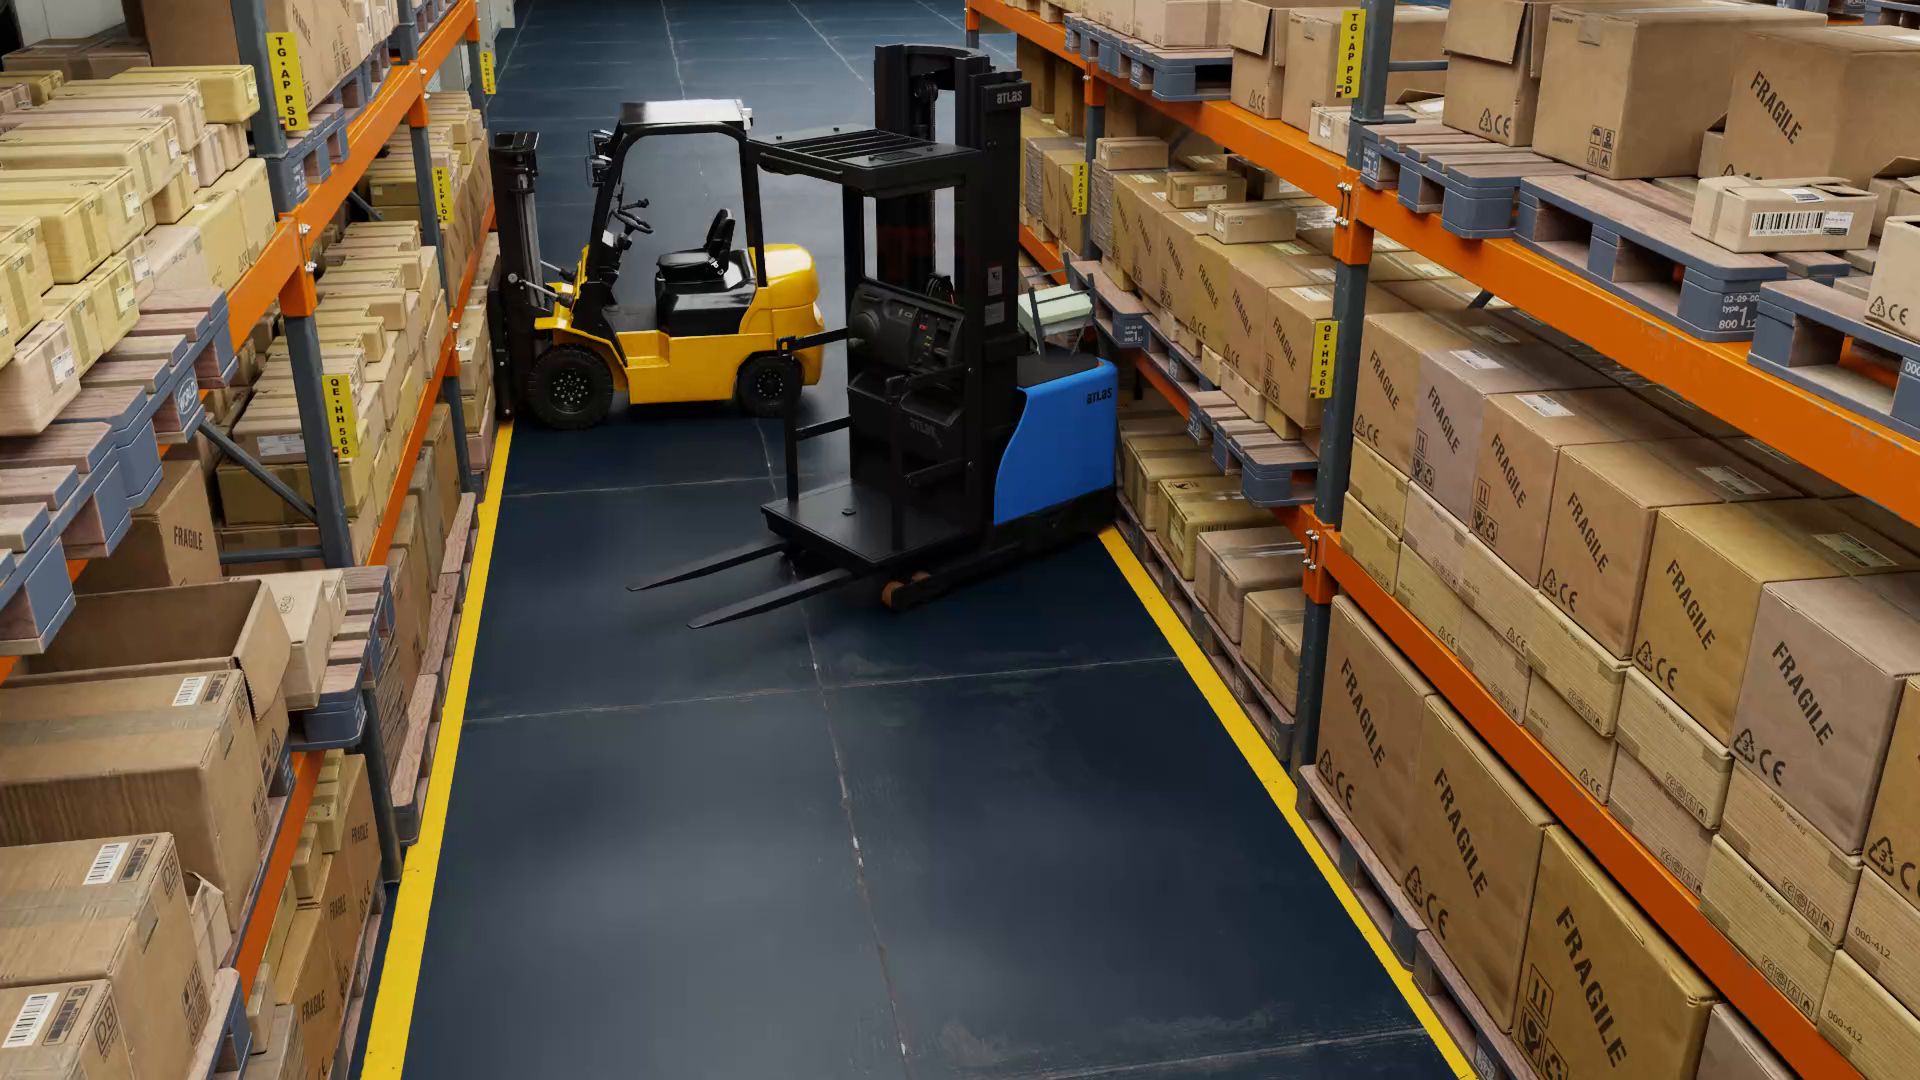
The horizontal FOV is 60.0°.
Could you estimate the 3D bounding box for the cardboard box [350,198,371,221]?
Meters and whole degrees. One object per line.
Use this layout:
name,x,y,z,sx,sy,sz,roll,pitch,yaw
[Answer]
cardboard box,-4.021,-1.893,10.712,0.500,0.500,0.500,-4,24,-9

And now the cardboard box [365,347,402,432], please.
cardboard box,-2.856,-0.678,7.618,0.500,0.250,0.500,-5,24,-11

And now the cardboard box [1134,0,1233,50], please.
cardboard box,1.217,-2.706,8.613,0.500,0.250,0.500,-5,24,-10

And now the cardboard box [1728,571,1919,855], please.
cardboard box,2.341,0.419,4.168,0.500,0.500,0.500,-4,24,-9

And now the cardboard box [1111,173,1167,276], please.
cardboard box,1.192,-1.835,9.683,0.500,0.500,0.500,-4,24,-10

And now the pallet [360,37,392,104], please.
pallet,-3.408,-2.435,8.569,0.805,0.209,1.217,-5,24,-12

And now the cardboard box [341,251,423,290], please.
cardboard box,-3.064,-1.426,8.831,0.380,0.149,0.250,-5,24,-11

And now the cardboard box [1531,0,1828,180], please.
cardboard box,2.403,-1.527,5.602,0.700,0.500,0.500,-6,24,-12

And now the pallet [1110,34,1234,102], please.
pallet,1.498,-2.493,8.698,1.213,0.211,1.003,-4,24,-10

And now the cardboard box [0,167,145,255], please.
cardboard box,-2.071,-0.733,3.725,0.380,0.149,0.250,-4,24,-9

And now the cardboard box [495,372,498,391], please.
cardboard box,-3.642,-1.242,12.257,0.500,0.250,0.500,-4,24,-8

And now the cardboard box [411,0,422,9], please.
cardboard box,-3.368,-3.191,9.725,0.380,0.149,0.250,-4,24,-9

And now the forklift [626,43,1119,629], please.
forklift,-0.471,-1.179,9.287,3.031,2.935,1.130,-19,30,-37

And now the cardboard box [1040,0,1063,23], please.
cardboard box,0.759,-3.630,11.380,0.380,0.149,0.250,-4,24,-8

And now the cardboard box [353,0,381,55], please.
cardboard box,-3.068,-2.498,7.935,0.500,0.311,0.500,-5,24,-12

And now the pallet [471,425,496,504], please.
pallet,-3.690,-0.532,11.205,1.003,0.211,1.213,-4,24,-10

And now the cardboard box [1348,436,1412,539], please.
cardboard box,1.884,-0.233,6.598,0.500,0.250,0.500,-4,24,-10

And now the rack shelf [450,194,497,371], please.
rack shelf,-3.954,-1.951,11.869,1.077,0.370,4.000,-4,24,-10

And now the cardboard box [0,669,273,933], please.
cardboard box,-2.215,0.695,4.262,0.700,0.500,0.500,-4,24,-10

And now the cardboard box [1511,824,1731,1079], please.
cardboard box,2.405,1.472,5.262,0.875,0.875,0.875,-4,24,-8

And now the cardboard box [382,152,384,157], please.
cardboard box,-4.401,-2.853,12.098,0.380,0.149,0.250,-4,24,-9

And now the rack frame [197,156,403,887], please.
rack frame,-2.844,0.079,6.321,1.000,3.000,0.127,-4,24,-10

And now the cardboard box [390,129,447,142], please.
cardboard box,-3.731,-2.719,11.420,0.380,0.149,0.250,-4,24,-10

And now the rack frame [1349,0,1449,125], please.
rack frame,2.033,-3.039,5.965,1.000,3.000,0.127,-4,24,-10

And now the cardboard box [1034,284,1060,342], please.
cardboard box,0.825,-1.552,12.030,0.500,0.500,0.500,-4,24,-9

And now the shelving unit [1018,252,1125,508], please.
shelving unit,0.693,-0.985,10.521,0.431,1.500,0.755,-14,21,-4

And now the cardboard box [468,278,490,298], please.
cardboard box,-3.642,-1.702,12.061,0.500,0.250,0.500,-5,24,-11

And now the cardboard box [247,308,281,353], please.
cardboard box,-3.406,-0.979,7.810,0.380,0.149,0.250,-4,24,-8

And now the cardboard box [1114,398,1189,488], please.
cardboard box,1.393,-0.645,10.738,0.950,0.372,0.625,-4,24,-9

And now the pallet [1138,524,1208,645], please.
pallet,1.668,0.202,9.524,1.003,0.211,1.213,-4,24,-10

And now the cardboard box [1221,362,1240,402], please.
cardboard box,1.491,-0.774,8.064,0.380,0.149,0.250,-5,24,-12

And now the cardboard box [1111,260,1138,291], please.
cardboard box,1.123,-1.601,9.957,0.380,0.149,0.250,-4,24,-9

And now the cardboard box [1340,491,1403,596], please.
cardboard box,1.877,-0.010,6.712,0.500,0.250,0.500,-5,24,-11

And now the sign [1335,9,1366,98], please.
sign,1.500,-1.862,6.372,0.100,0.325,0.005,-4,24,-10

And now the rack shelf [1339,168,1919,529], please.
rack shelf,2.403,-0.548,4.908,1.077,0.370,4.000,-4,24,-10

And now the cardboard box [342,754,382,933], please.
cardboard box,-2.555,1.183,6.393,0.500,0.500,0.500,-4,24,-8

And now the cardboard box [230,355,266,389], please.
cardboard box,-3.386,-0.636,7.521,0.500,0.250,0.500,-4,24,-10

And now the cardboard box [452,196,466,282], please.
cardboard box,-3.522,-1.938,10.814,0.500,0.500,0.500,-4,24,-9

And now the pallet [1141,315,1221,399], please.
pallet,1.627,-0.977,8.980,1.003,0.211,1.213,-4,24,-10

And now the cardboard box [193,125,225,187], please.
cardboard box,-2.513,-1.185,5.156,0.380,0.149,0.250,-5,24,-11

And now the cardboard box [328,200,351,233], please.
cardboard box,-3.896,-1.945,10.020,0.380,0.149,0.250,-4,24,-10

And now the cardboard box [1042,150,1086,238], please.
cardboard box,0.865,-2.404,11.509,0.500,0.500,0.500,-4,24,-8

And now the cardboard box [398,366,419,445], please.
cardboard box,-2.970,-0.649,8.176,0.500,0.250,0.500,-4,24,-8

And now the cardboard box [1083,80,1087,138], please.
cardboard box,1.286,-3.095,11.842,0.700,0.500,0.500,-5,24,-11

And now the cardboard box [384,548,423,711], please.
cardboard box,-3.075,0.472,7.864,0.875,0.625,0.625,-4,24,-8

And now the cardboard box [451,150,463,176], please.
cardboard box,-3.650,-2.592,11.501,0.380,0.149,0.250,-5,24,-11

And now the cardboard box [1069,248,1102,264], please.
cardboard box,0.935,-1.852,11.056,0.380,0.149,0.250,-5,24,-10

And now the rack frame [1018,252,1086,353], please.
rack frame,0.641,-1.107,10.862,0.400,1.500,0.023,-14,21,-4

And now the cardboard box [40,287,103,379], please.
cardboard box,-1.960,-0.394,3.321,0.380,0.149,0.250,-5,24,-10

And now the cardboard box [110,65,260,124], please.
cardboard box,-2.490,-1.433,5.352,0.380,0.149,0.250,-4,24,-8

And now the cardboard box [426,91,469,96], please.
cardboard box,-4.050,-3.422,13.030,0.380,0.149,0.250,-4,24,-10

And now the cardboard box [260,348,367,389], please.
cardboard box,-2.798,-0.717,7.209,0.380,0.149,0.250,-4,24,-9
